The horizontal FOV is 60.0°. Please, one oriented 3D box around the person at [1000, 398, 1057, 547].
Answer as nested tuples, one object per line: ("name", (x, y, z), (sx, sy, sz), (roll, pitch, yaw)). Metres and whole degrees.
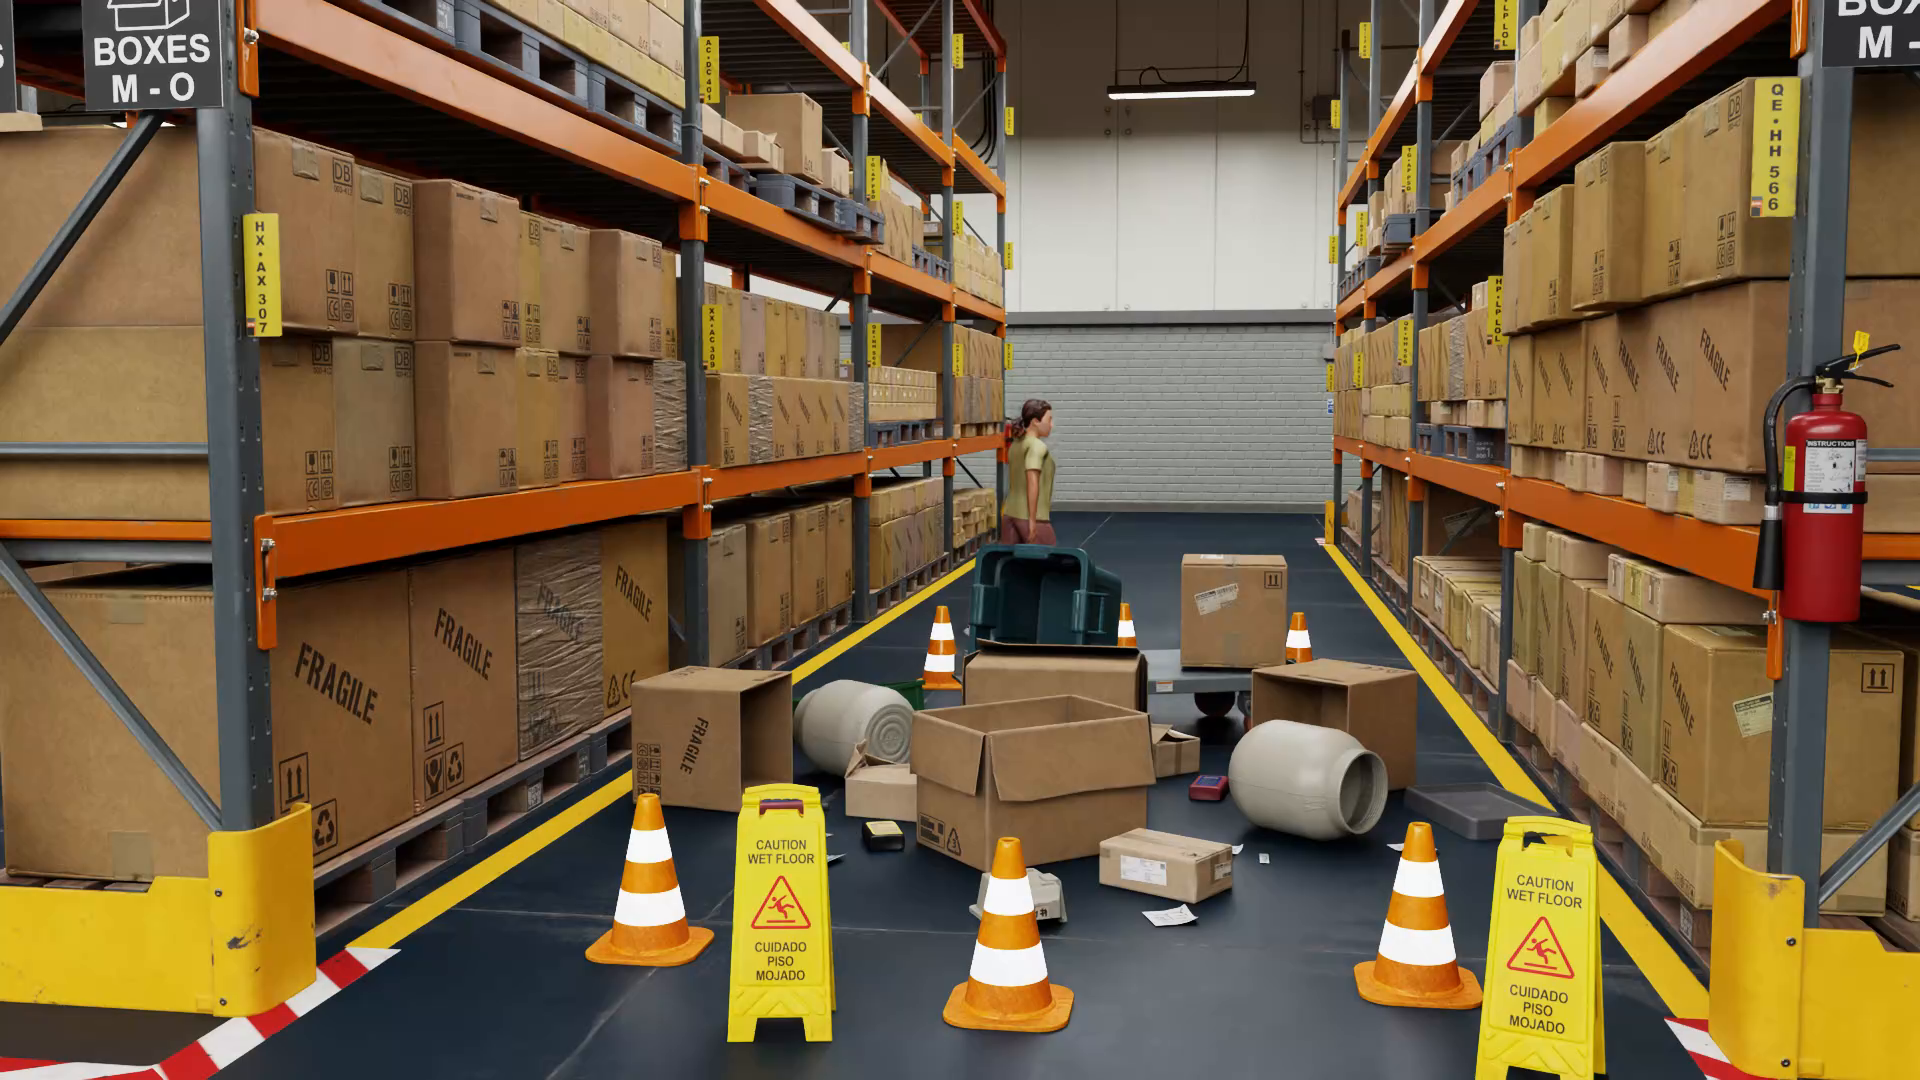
("person", (0.444, -0.080, 11.016), (0.588, 1.712, 0.484), (-3, 5, -31))
